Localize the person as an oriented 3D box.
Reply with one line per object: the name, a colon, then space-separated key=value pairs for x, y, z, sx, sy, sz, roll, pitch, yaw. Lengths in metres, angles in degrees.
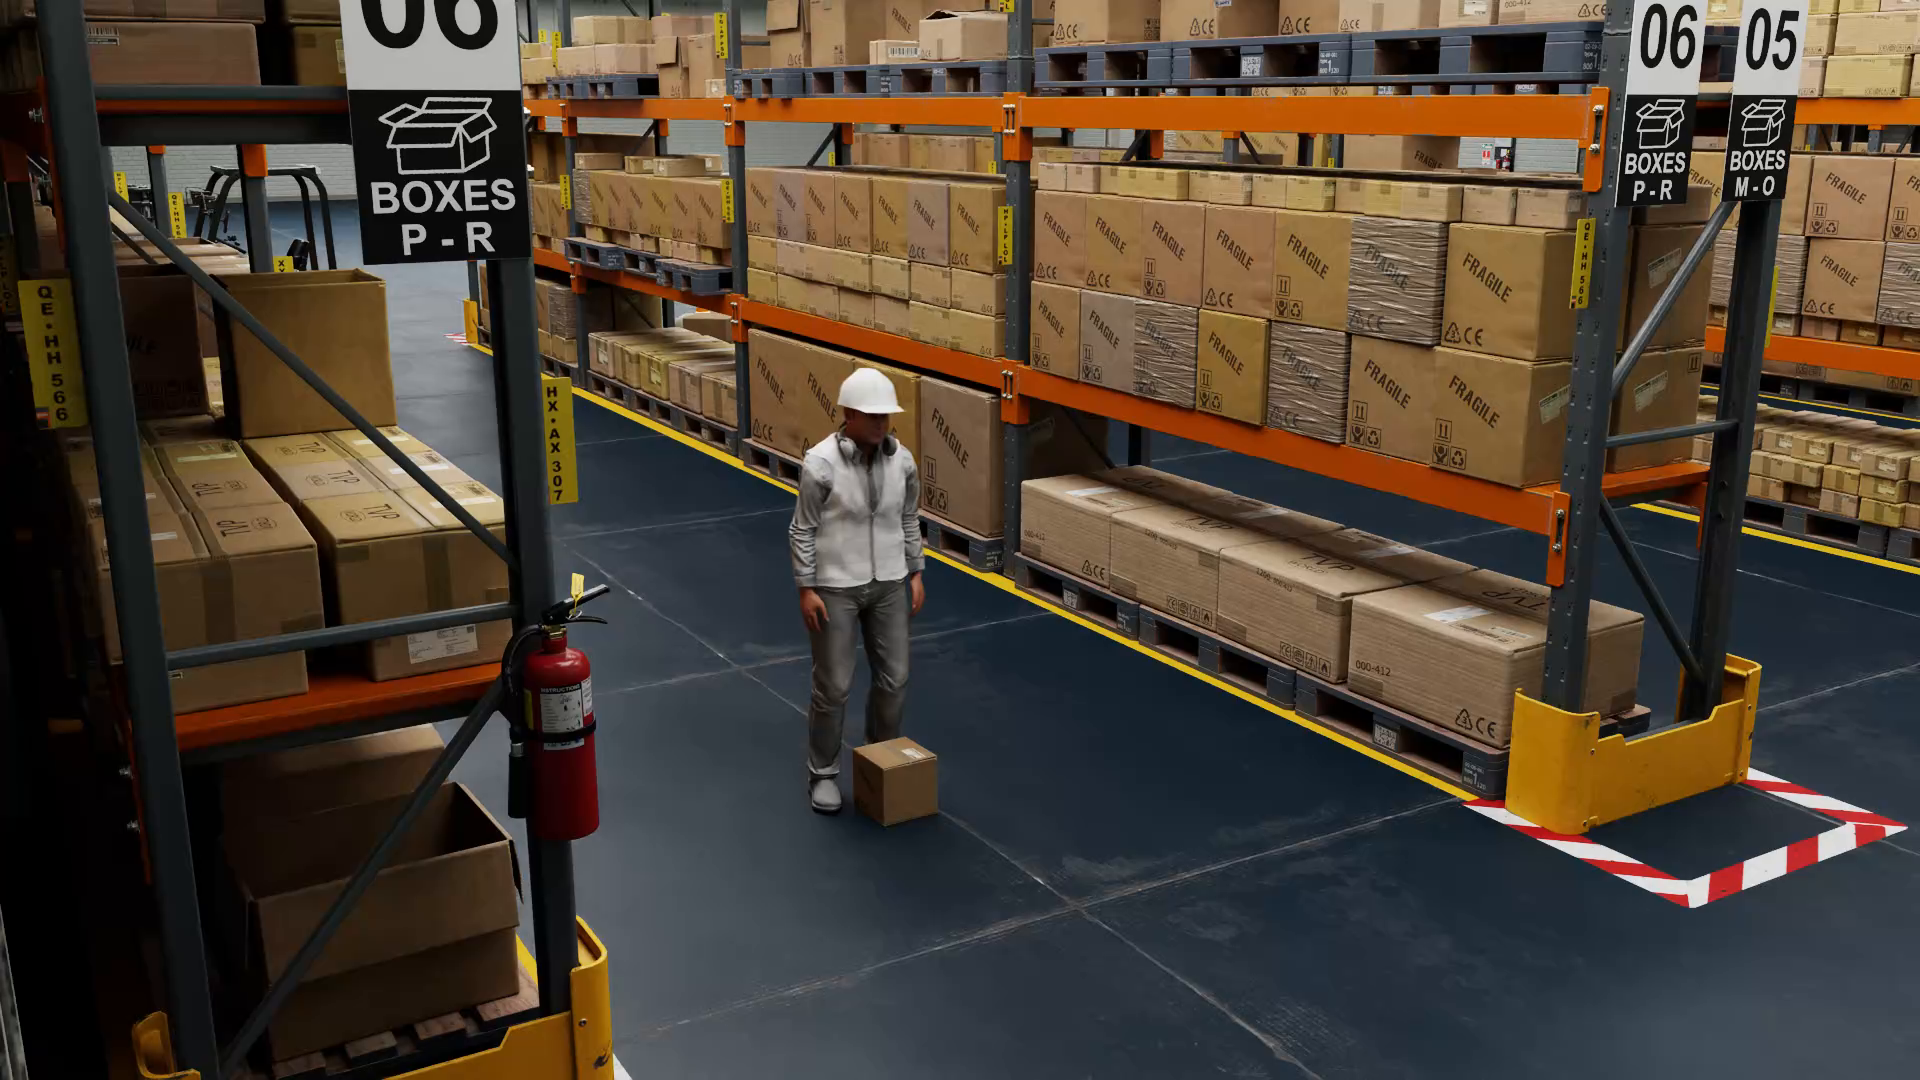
person: x=-0.403 y=0.181 z=6.722 sx=0.580 sy=1.772 sz=0.461 roll=-9 pitch=17 yaw=-30
